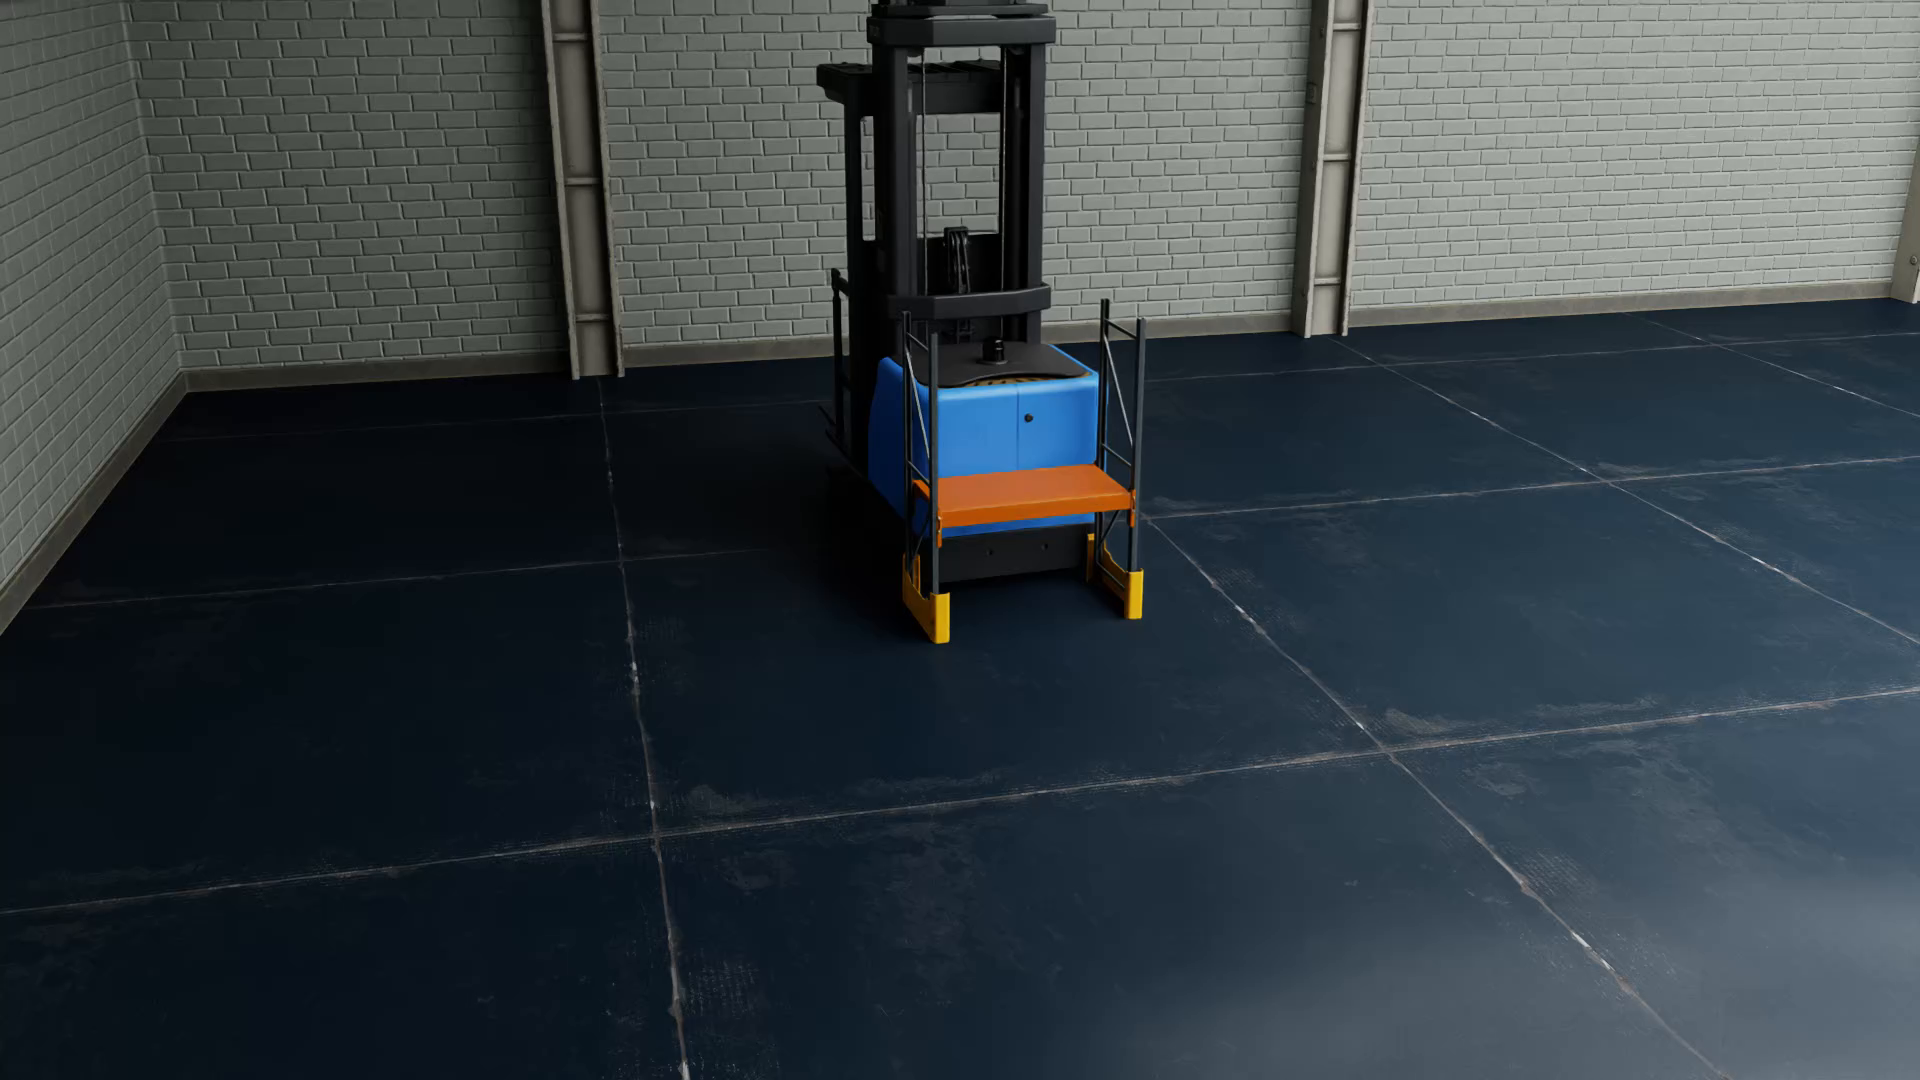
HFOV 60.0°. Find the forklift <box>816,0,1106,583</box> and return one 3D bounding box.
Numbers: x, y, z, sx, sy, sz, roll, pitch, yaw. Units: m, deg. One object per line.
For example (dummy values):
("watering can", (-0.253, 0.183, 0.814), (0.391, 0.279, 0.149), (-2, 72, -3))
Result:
("forklift", (-0.165, -1.628, 9.496), (1.130, 2.935, 3.031), (-6, 21, -17))

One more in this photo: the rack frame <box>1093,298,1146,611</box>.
("rack frame", (0.783, -0.406, 8.243), (0.032, 1.500, 0.500), (-6, 21, -16))

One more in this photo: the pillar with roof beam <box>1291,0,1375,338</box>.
("pillar with roof beam", (4.034, -4.547, 8.643), (0.400, 9.000, 9.100), (-5, 21, -12))

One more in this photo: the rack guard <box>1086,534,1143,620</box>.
("rack guard", (0.782, 0.181, 8.458), (0.087, 0.250, 0.587), (-6, 21, -16))

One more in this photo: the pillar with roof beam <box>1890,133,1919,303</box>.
("pillar with roof beam", (9.873, -5.021, 9.940), (0.400, 9.000, 9.100), (-5, 21, -12))

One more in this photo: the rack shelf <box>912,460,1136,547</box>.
("rack shelf", (0.297, -0.186, 8.165), (1.000, 0.185, 0.538), (-6, 21, -16))

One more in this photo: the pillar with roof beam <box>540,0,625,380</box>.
("pillar with roof beam", (-1.805, -4.072, 7.347), (0.400, 9.000, 9.100), (-5, 21, -12))

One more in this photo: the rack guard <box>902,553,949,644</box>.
("rack guard", (-0.170, 0.281, 8.184), (0.087, 0.250, 0.587), (-6, 21, -16))

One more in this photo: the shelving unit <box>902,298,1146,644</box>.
("shelving unit", (0.306, -0.356, 8.106), (1.083, 1.500, 0.587), (-6, 21, -16))

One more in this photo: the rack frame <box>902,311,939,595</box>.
("rack frame", (-0.189, -0.304, 7.964), (0.032, 1.500, 0.500), (-6, 21, -16))
